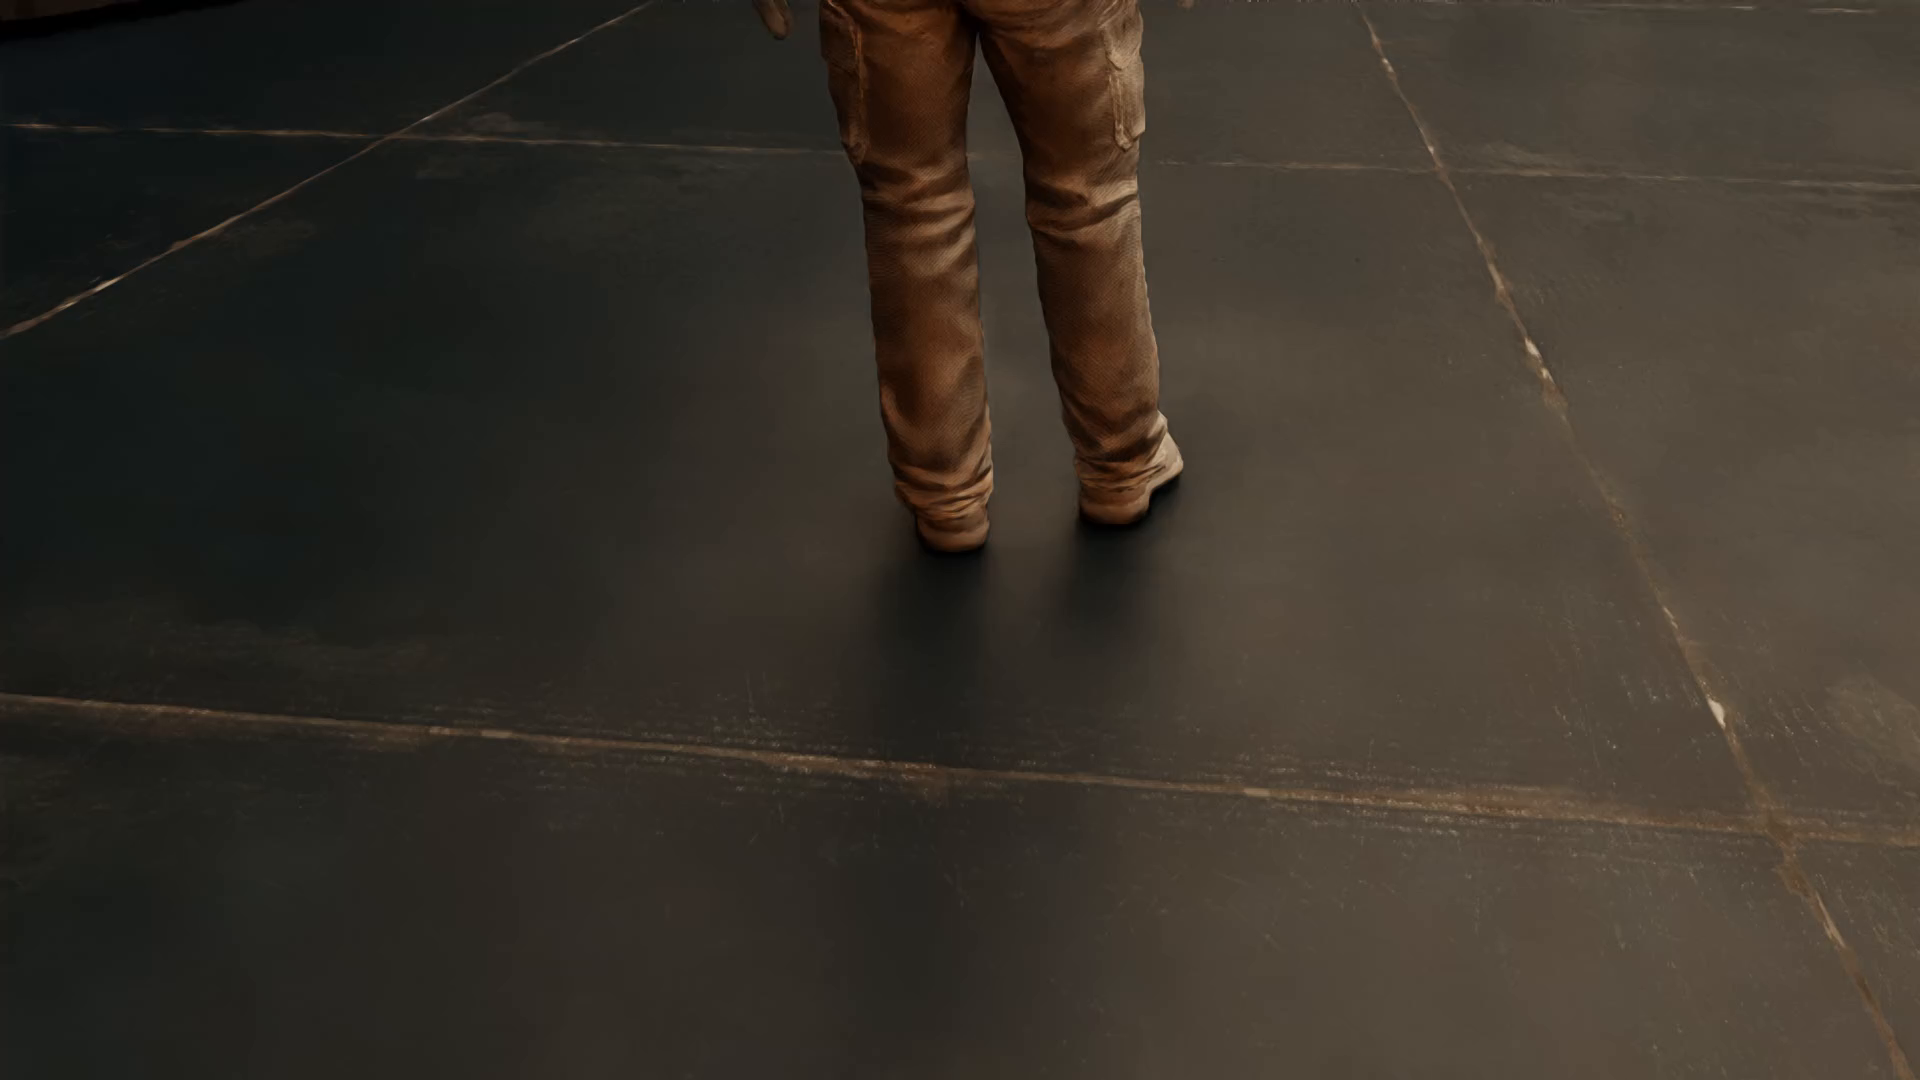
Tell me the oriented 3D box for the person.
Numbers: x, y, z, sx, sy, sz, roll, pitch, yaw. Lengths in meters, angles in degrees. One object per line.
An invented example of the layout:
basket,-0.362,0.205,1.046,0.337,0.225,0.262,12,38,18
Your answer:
person,0.017,-0.836,2.162,0.655,1.782,0.576,3,27,7
